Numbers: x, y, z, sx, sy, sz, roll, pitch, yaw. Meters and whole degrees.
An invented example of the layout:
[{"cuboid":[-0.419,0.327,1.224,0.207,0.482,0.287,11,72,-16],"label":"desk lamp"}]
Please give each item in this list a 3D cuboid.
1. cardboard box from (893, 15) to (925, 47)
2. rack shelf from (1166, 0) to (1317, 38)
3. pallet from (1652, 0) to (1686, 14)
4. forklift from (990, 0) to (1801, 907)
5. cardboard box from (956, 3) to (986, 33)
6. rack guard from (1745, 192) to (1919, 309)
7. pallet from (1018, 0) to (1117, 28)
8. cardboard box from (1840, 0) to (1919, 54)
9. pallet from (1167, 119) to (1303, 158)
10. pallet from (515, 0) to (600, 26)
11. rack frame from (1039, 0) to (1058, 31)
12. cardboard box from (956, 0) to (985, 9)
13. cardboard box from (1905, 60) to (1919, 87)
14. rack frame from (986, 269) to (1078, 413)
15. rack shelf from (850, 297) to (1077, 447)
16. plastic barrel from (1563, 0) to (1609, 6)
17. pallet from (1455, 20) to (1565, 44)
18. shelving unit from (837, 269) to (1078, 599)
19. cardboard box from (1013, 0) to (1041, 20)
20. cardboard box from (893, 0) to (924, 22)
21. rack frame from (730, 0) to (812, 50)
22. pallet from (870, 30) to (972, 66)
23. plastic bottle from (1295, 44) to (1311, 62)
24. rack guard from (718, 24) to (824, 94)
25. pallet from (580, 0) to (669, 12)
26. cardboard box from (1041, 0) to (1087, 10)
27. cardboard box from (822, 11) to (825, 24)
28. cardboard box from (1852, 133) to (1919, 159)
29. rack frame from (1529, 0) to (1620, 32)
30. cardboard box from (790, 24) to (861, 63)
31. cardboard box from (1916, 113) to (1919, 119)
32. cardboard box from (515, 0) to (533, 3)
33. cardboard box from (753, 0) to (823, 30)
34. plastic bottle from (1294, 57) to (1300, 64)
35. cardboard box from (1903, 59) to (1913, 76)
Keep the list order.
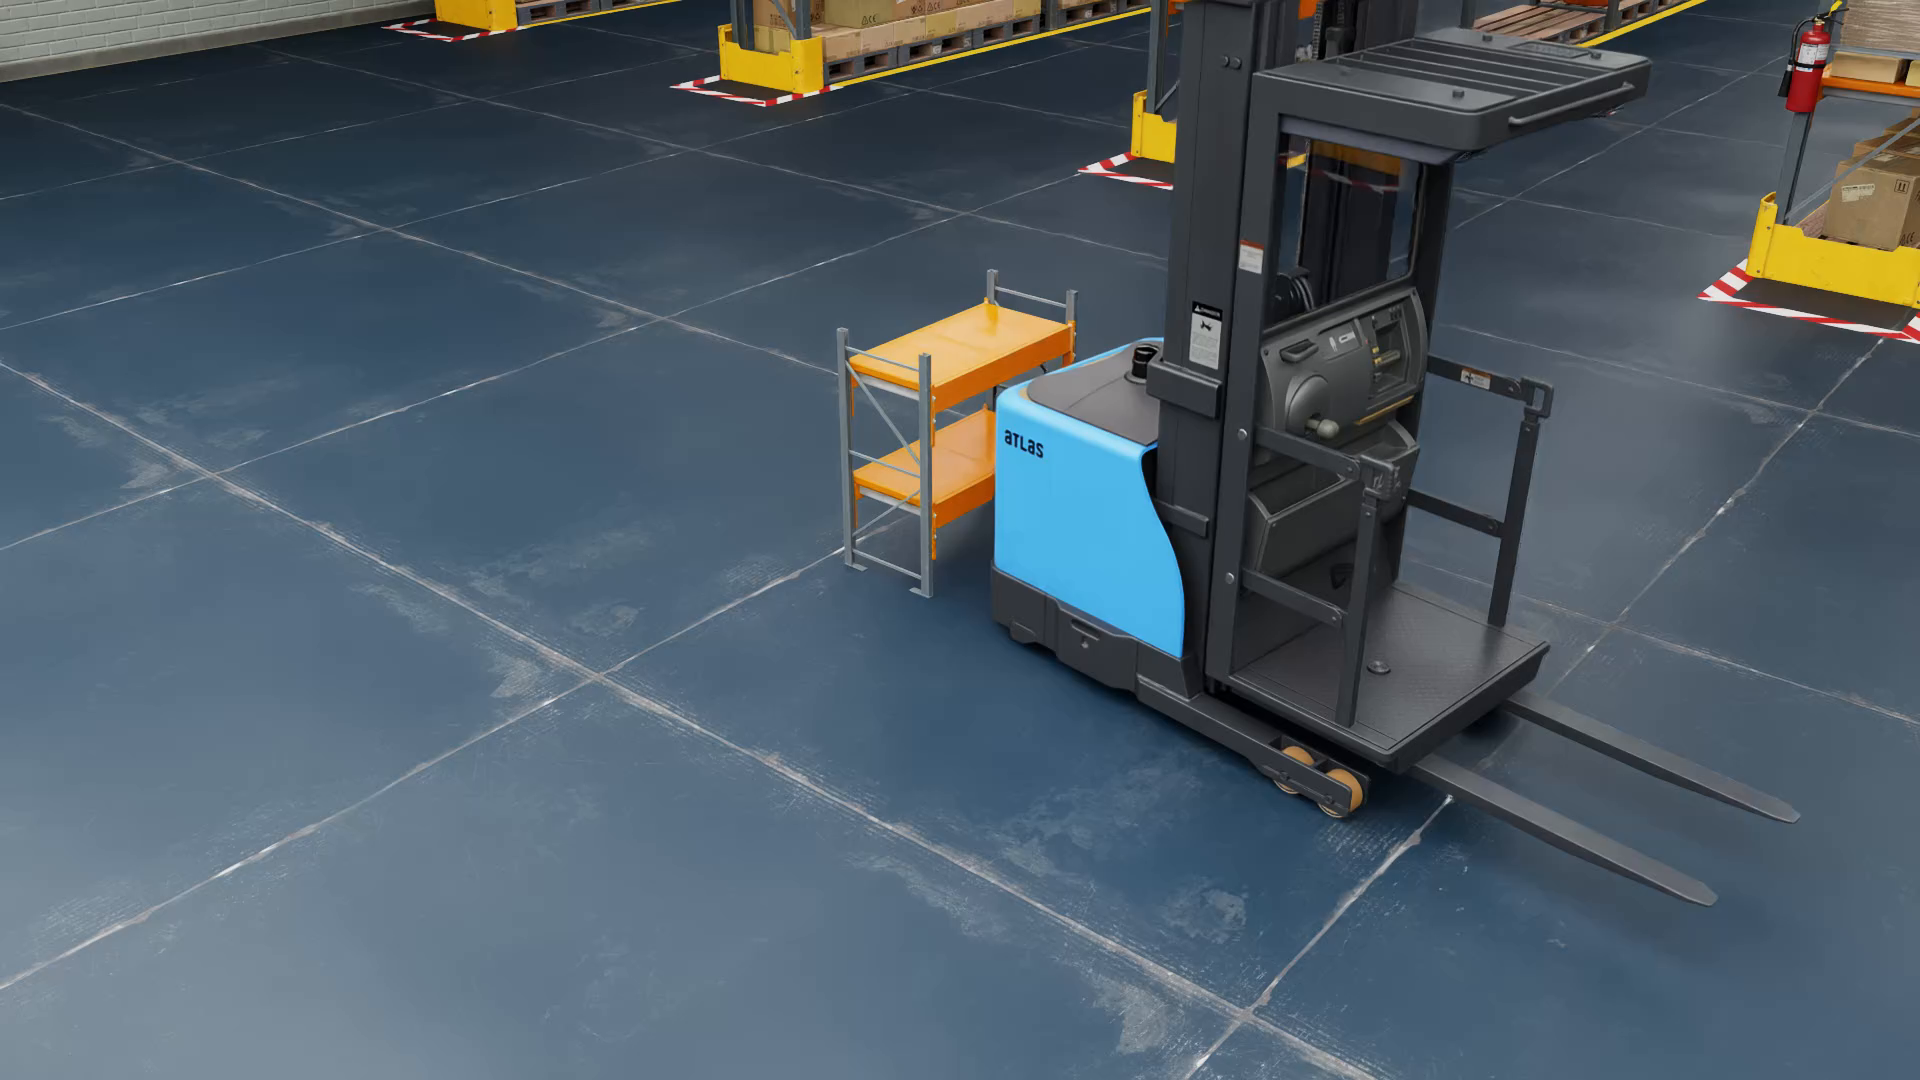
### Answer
[{"cuboid":[-0.709,-5.328,17.321,0.500,0.250,0.500,21,34,34],"label":"cardboard box"},{"cuboid":[3.236,-4.823,14.592,1.077,0.370,4.000,21,34,34],"label":"rack shelf"},{"cuboid":[8.298,-6.754,20.576,1.003,0.211,1.213,21,34,34],"label":"pallet"},{"cuboid":[1.503,-0.592,5.704,1.130,2.935,3.031,-23,35,-38],"label":"forklift"},{"cuboid":[-0.070,-5.682,18.004,0.500,0.250,0.500,21,34,34],"label":"cardboard box"},{"cuboid":[5.834,-1.903,10.884,1.175,0.500,0.348,21,34,34],"label":"rack guard"},{"cuboid":[1.127,-6.335,19.766,1.003,0.211,1.213,21,34,34],"label":"pallet"},{"cuboid":[6.157,-3.350,10.528,0.875,0.500,0.500,21,34,34],"label":"cardboard box"},{"cuboid":[2.497,-3.522,14.329,1.003,0.211,1.213,21,34,34],"label":"pallet"},{"cuboid":[-5.088,-6.395,19.882,1.003,0.211,1.213,21,34,34],"label":"pallet"},{"cuboid":[0.689,-7.301,18.598,1.000,3.000,0.127,21,34,34],"label":"rack frame"},{"cuboid":[-0.080,-6.019,17.839,0.500,0.500,0.500,21,34,34],"label":"cardboard box"},{"cuboid":[6.151,-2.906,10.376,0.380,0.149,0.250,21,34,34],"label":"cardboard box"},{"cuboid":[0.328,-0.682,7.845,0.500,1.125,0.032,21,34,34],"label":"rack frame"},{"cuboid":[0.004,-0.762,7.362,0.538,0.278,1.000,21,34,34],"label":"rack shelf"},{"cuboid":[7.351,-6.671,19.286,0.600,0.830,0.708,21,34,34],"label":"plastic barrel"},{"cuboid":[5.754,-5.338,17.838,1.003,0.211,1.213,21,34,34],"label":"pallet"},{"cuboid":[0.004,-0.502,7.496,0.538,1.125,1.048,21,34,34],"label":"shelving unit"},{"cuboid":[0.562,-6.038,18.692,0.500,0.250,0.500,21,34,34],"label":"cardboard box"},{"cuboid":[-0.718,-5.665,17.155,0.500,0.500,0.500,21,34,34],"label":"cardboard box"},{"cuboid":[-1.856,-5.883,15.857,1.000,3.000,0.127,21,34,34],"label":"rack frame"},{"cuboid":[-0.625,-5.358,17.878,1.003,0.211,1.213,21,34,34],"label":"pallet"},{"cuboid":[3.166,-4.422,15.438,0.144,0.351,0.185,22,35,36],"label":"plastic bottle"},{"cuboid":[-1.871,-4.764,16.415,1.175,0.500,0.348,21,34,34],"label":"rack guard"},{"cuboid":[-4.312,-6.826,20.715,1.003,0.211,1.213,21,34,34],"label":"pallet"},{"cuboid":[1.136,-6.337,19.270,0.500,0.250,0.500,20,33,33],"label":"cardboard box"},{"cuboid":[-1.434,-5.305,17.276,0.500,0.250,0.500,21,34,34],"label":"cardboard box"},{"cuboid":[6.550,-2.501,11.583,0.500,0.500,0.500,-18,32,-31],"label":"cardboard box"},{"cuboid":[7.053,-7.270,18.539,1.000,3.000,0.127,21,34,34],"label":"rack frame"},{"cuboid":[-1.343,-4.973,16.634,0.500,0.250,0.500,21,34,34],"label":"cardboard box"},{"cuboid":[7.352,-2.902,12.359,0.500,0.500,0.500,17,32,30],"label":"cardboard box"},{"cuboid":[-5.171,-6.549,19.593,0.500,0.311,0.500,17,32,29],"label":"cardboard box"},{"cuboid":[-1.744,-5.458,16.755,0.500,0.500,0.500,21,34,34],"label":"cardboard box"},{"cuboid":[3.058,-4.252,15.183,0.061,0.283,0.133,21,34,34],"label":"plastic bottle"},{"cuboid":[5.968,-3.124,10.798,0.380,0.149,0.250,21,34,34],"label":"cardboard box"}]
